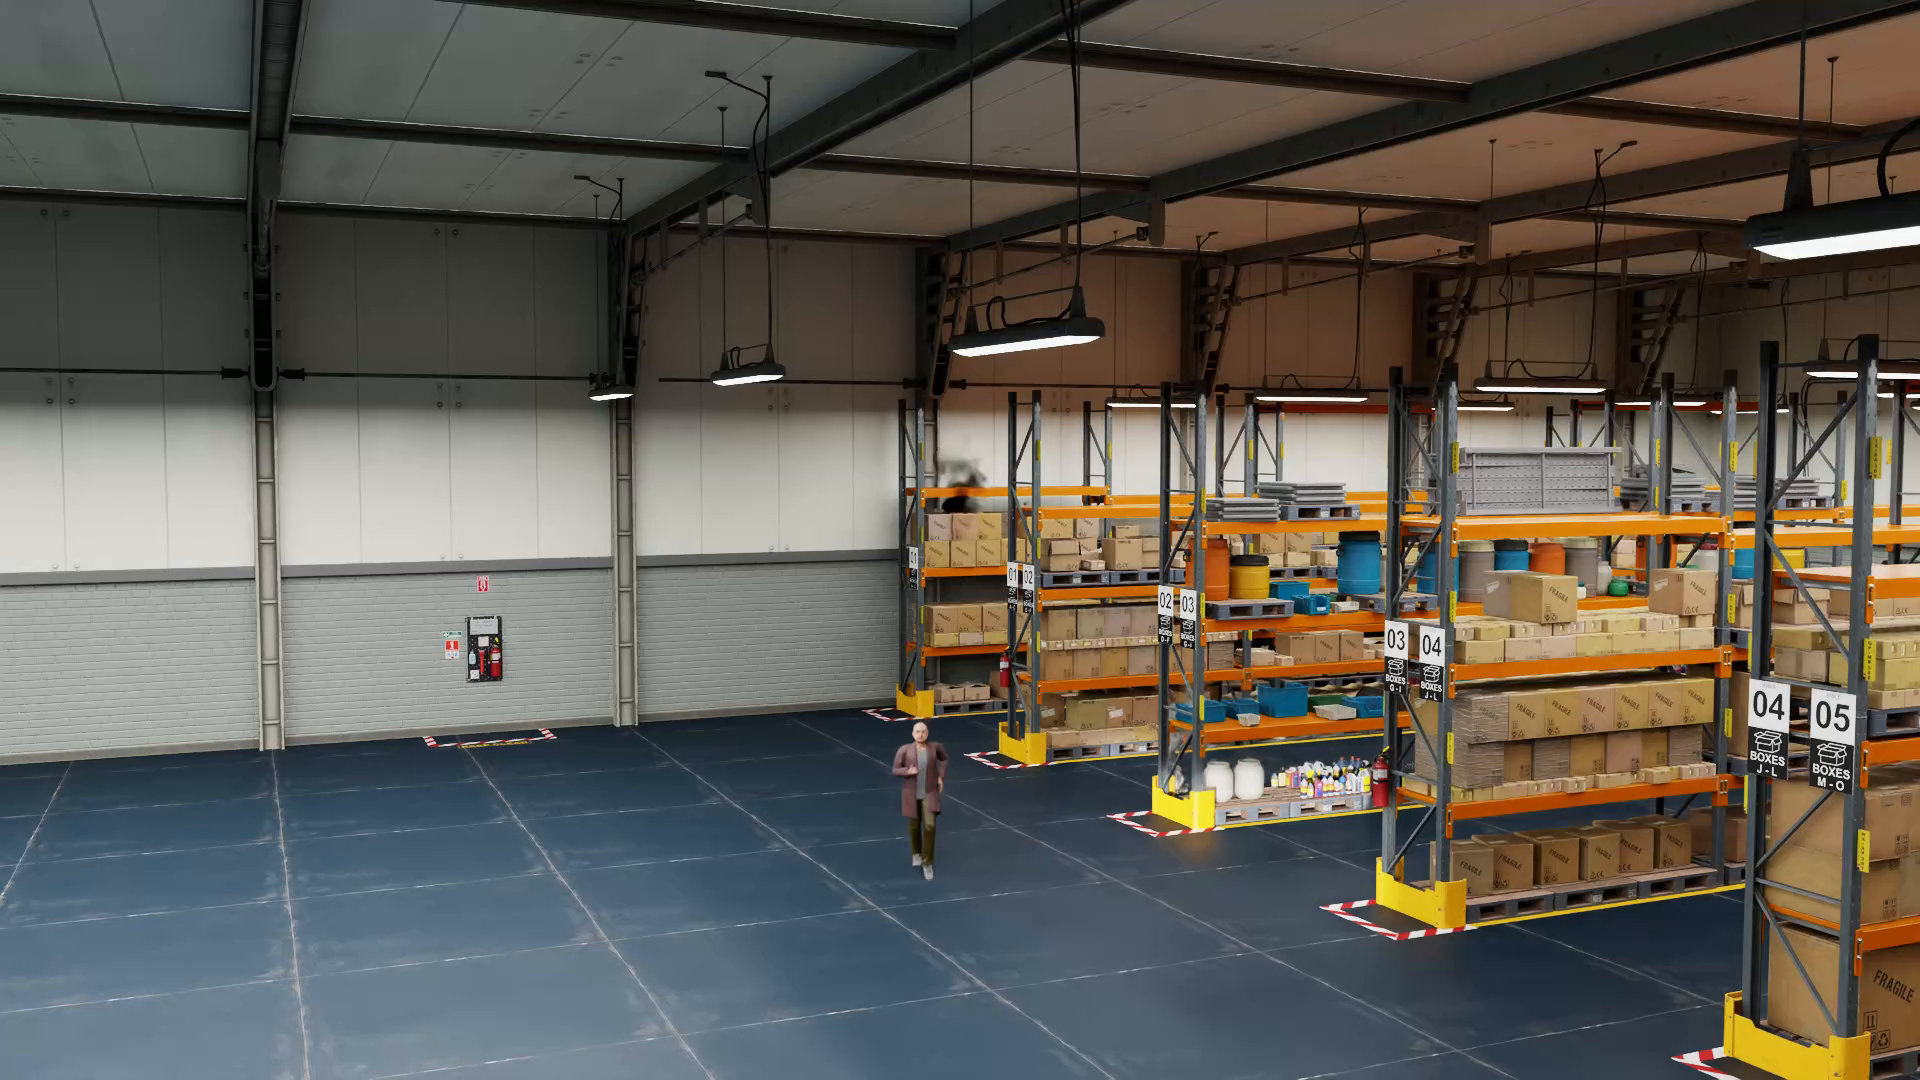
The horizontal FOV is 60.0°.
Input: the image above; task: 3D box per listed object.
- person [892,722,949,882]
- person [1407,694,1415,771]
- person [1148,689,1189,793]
[{"bbox_3d":[-0.471,3.095,19.928,0.685,1.831,0.831,0,3,-2],"label":"person"},{"bbox_3d":[7.442,2.730,26.360,0.954,1.780,0.664,-2,4,-28],"label":"person"},{"bbox_3d":[3.077,2.951,24.360,0.645,1.552,0.559,-1,4,-24],"label":"person"}]
